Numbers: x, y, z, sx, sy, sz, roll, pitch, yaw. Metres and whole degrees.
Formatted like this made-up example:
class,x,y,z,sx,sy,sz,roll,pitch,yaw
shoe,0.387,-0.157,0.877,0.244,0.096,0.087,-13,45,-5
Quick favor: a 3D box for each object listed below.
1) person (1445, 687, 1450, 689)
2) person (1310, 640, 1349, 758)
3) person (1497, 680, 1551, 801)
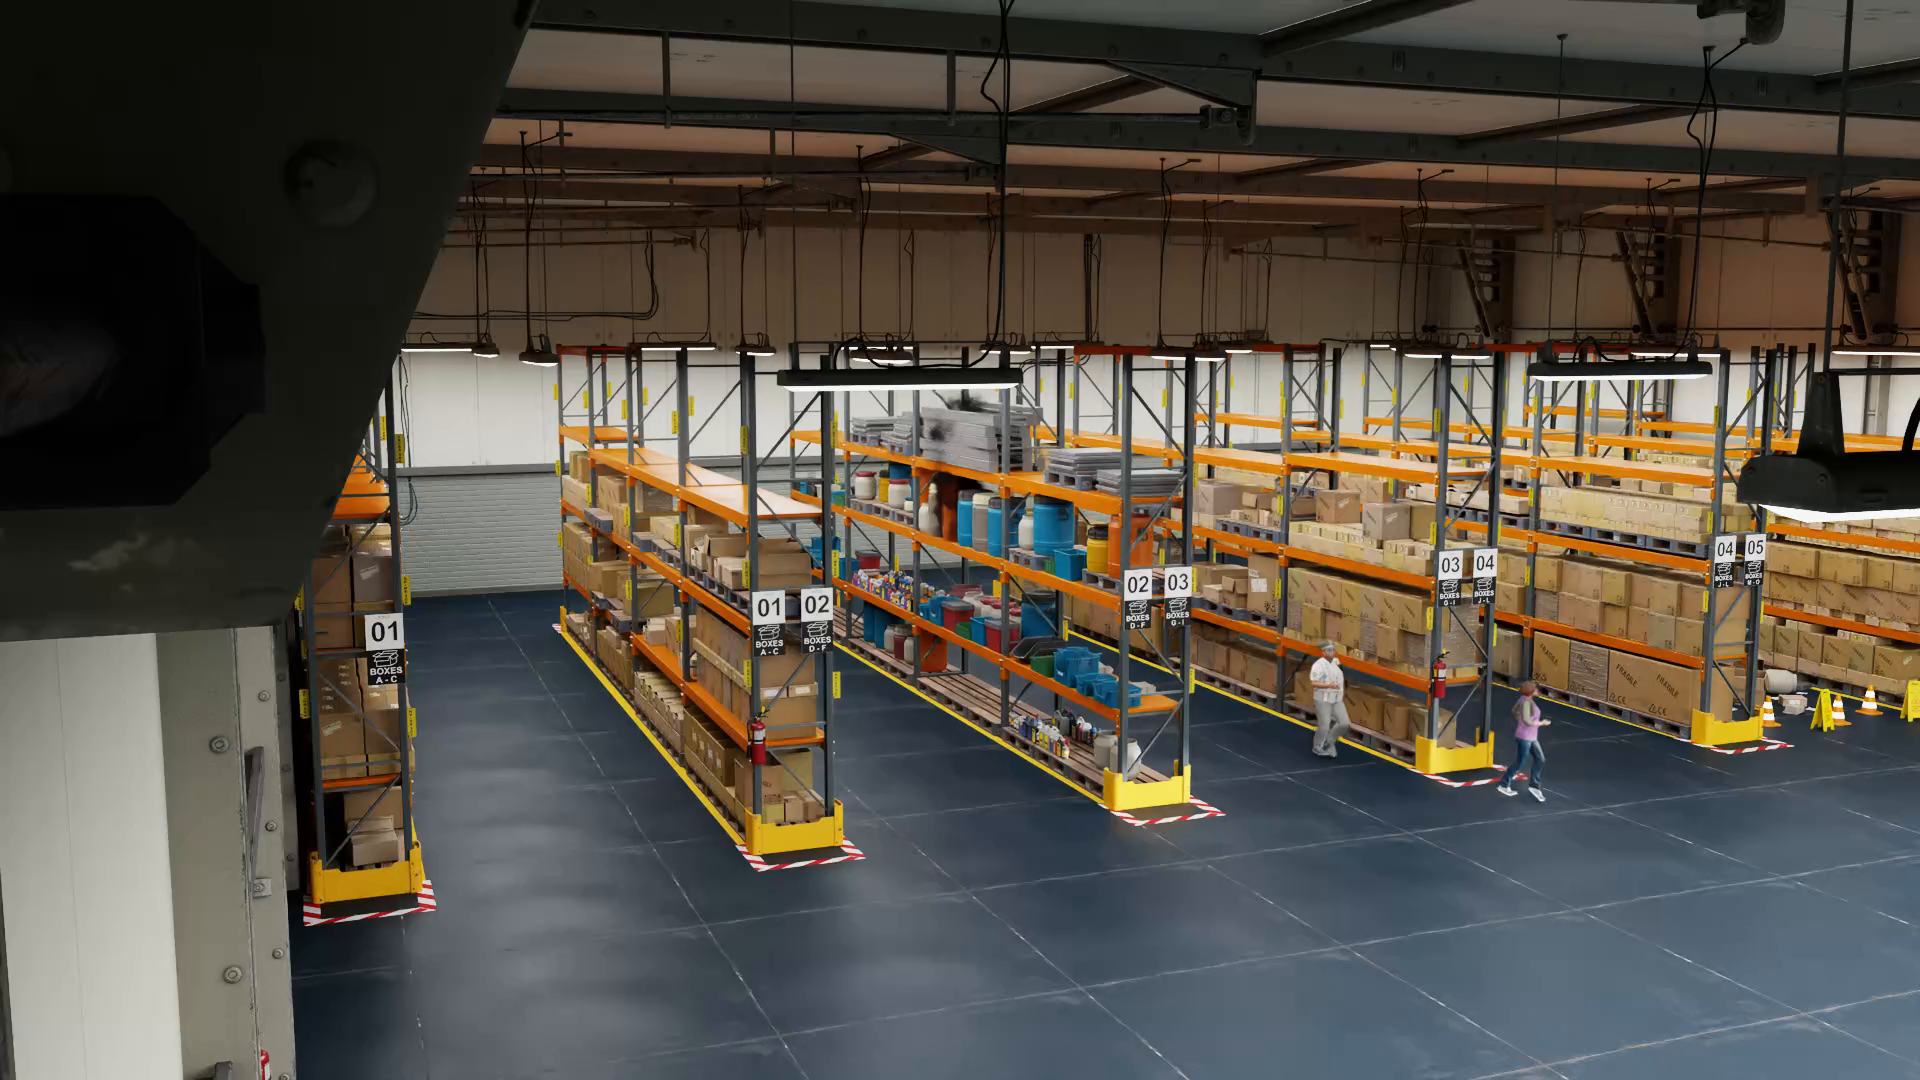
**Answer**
class,x,y,z,sx,sy,sz,roll,pitch,yaw
person,8.661,1.753,29.444,0.646,1.757,0.694,-4,8,-30
person,5.471,2.363,24.484,0.645,1.789,0.651,-3,8,-25
person,7.611,2.706,22.403,0.643,1.653,0.539,3,8,23
